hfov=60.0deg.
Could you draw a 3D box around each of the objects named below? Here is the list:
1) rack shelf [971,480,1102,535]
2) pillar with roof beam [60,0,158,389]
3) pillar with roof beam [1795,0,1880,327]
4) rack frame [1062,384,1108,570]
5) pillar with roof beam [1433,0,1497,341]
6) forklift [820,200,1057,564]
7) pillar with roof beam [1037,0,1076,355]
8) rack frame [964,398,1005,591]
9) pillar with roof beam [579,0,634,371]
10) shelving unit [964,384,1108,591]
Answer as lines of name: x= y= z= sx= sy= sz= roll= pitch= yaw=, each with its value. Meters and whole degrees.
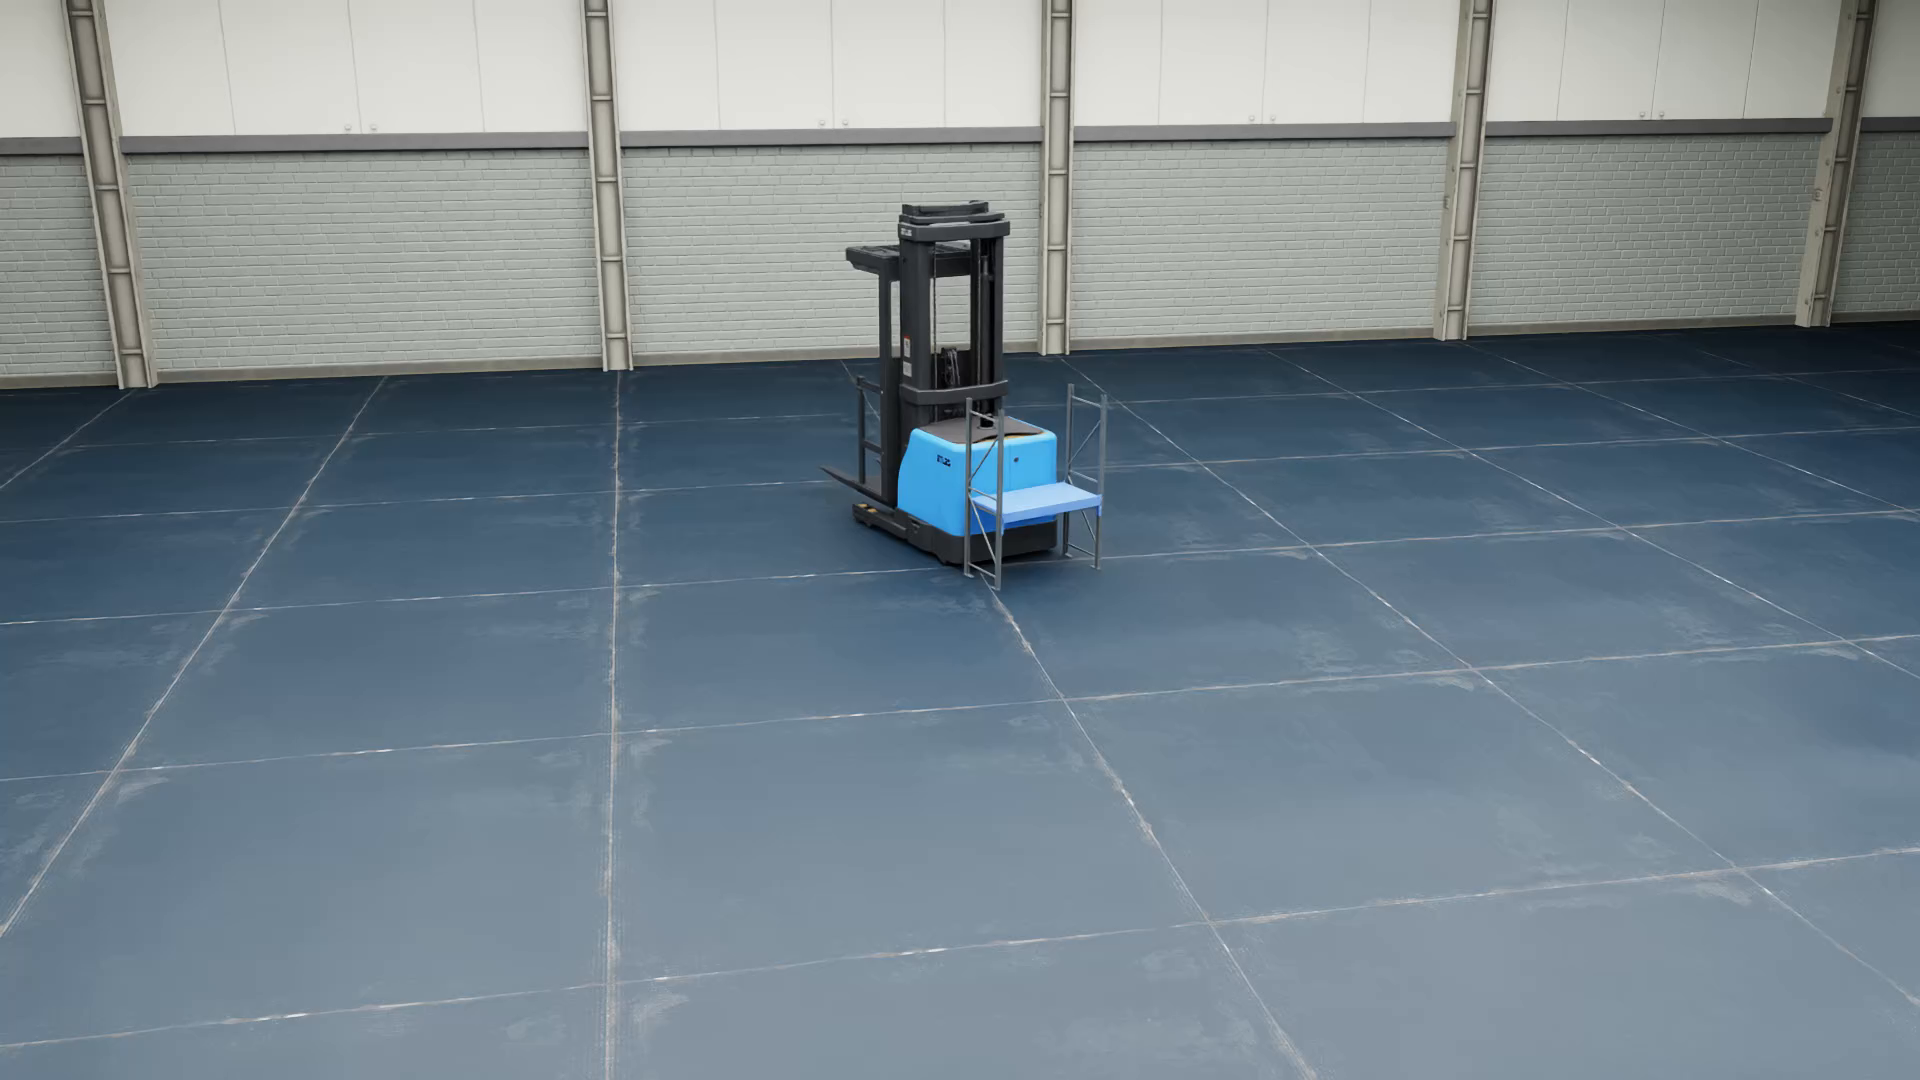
rack shelf: x=0.615 y=-0.276 z=13.750 sx=1.000 sy=0.185 sz=0.538 roll=-11 pitch=21 yaw=-31
pillar with roof beam: x=-9.656 y=-5.026 z=15.849 sx=0.400 sy=9.000 sz=9.100 roll=-3 pitch=17 yaw=-10
pillar with roof beam: x=13.909 y=-6.363 z=20.201 sx=0.400 sy=9.000 sz=9.100 roll=-3 pitch=17 yaw=-10
rack frame: x=1.043 y=-0.529 z=13.959 sx=0.032 sy=1.500 sz=0.500 roll=-11 pitch=21 yaw=-31
pillar with roof beam: x=8.017 y=-6.029 z=19.113 sx=0.400 sy=9.000 sz=9.100 roll=-3 pitch=17 yaw=-10
forklift: x=-0.333 y=-1.583 z=14.972 sx=1.130 sy=2.935 sz=3.031 roll=-10 pitch=20 yaw=-29
pillar with roof beam: x=2.126 y=-5.694 z=18.025 sx=0.400 sy=9.000 sz=9.100 roll=-3 pitch=17 yaw=-10
rack frame: x=0.191 y=-0.366 z=13.429 sx=0.032 sy=1.500 sz=0.500 roll=-11 pitch=21 yaw=-31
pillar with roof beam: x=-3.765 y=-5.360 z=16.937 sx=0.400 sy=9.000 sz=9.100 roll=-3 pitch=17 yaw=-10
shelving unit: x=0.617 y=-0.447 z=13.694 sx=1.048 sy=1.500 sz=0.538 roll=-11 pitch=21 yaw=-31
